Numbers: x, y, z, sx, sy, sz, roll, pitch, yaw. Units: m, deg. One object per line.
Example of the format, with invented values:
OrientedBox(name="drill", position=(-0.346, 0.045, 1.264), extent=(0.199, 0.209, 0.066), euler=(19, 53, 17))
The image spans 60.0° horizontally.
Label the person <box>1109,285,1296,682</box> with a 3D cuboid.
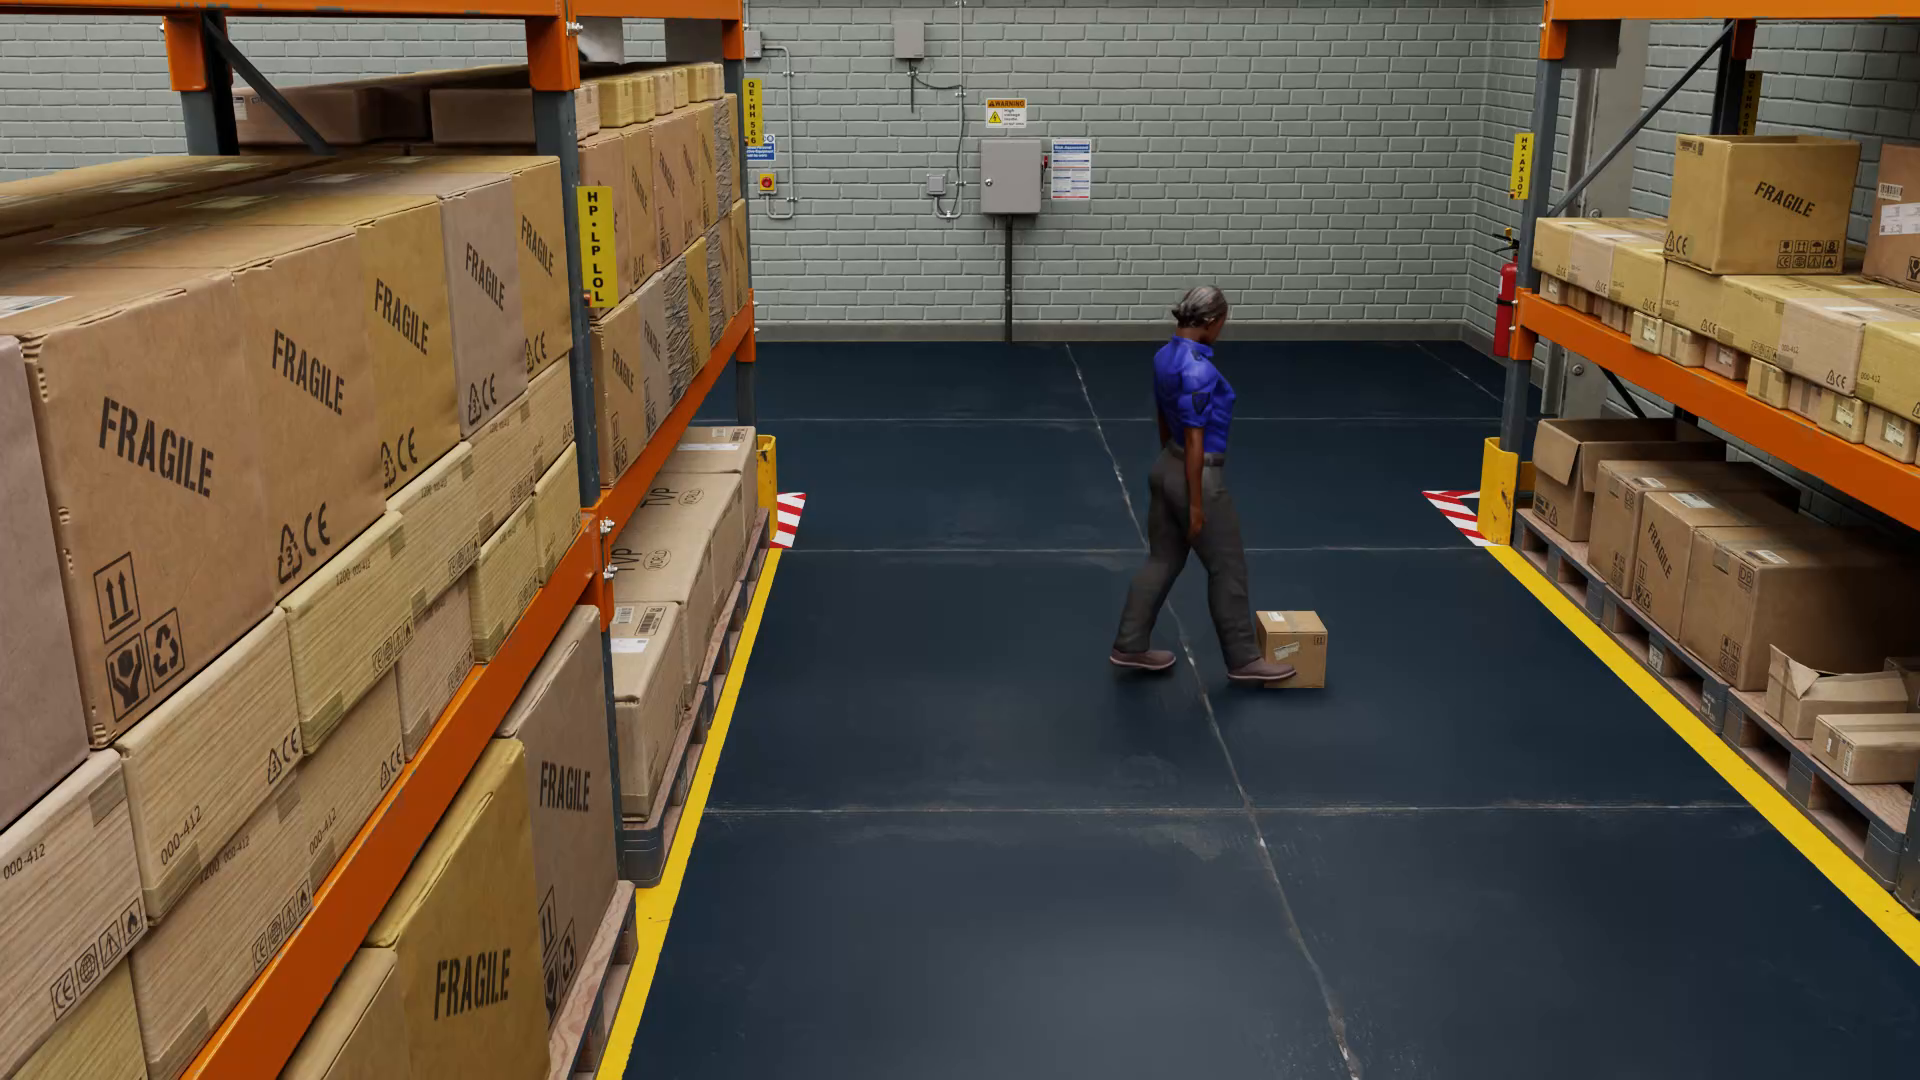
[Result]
OrientedBox(name="person", position=(1.005, -0.224, 6.752), extent=(0.730, 1.626, 0.490), euler=(-4, 18, -12))
